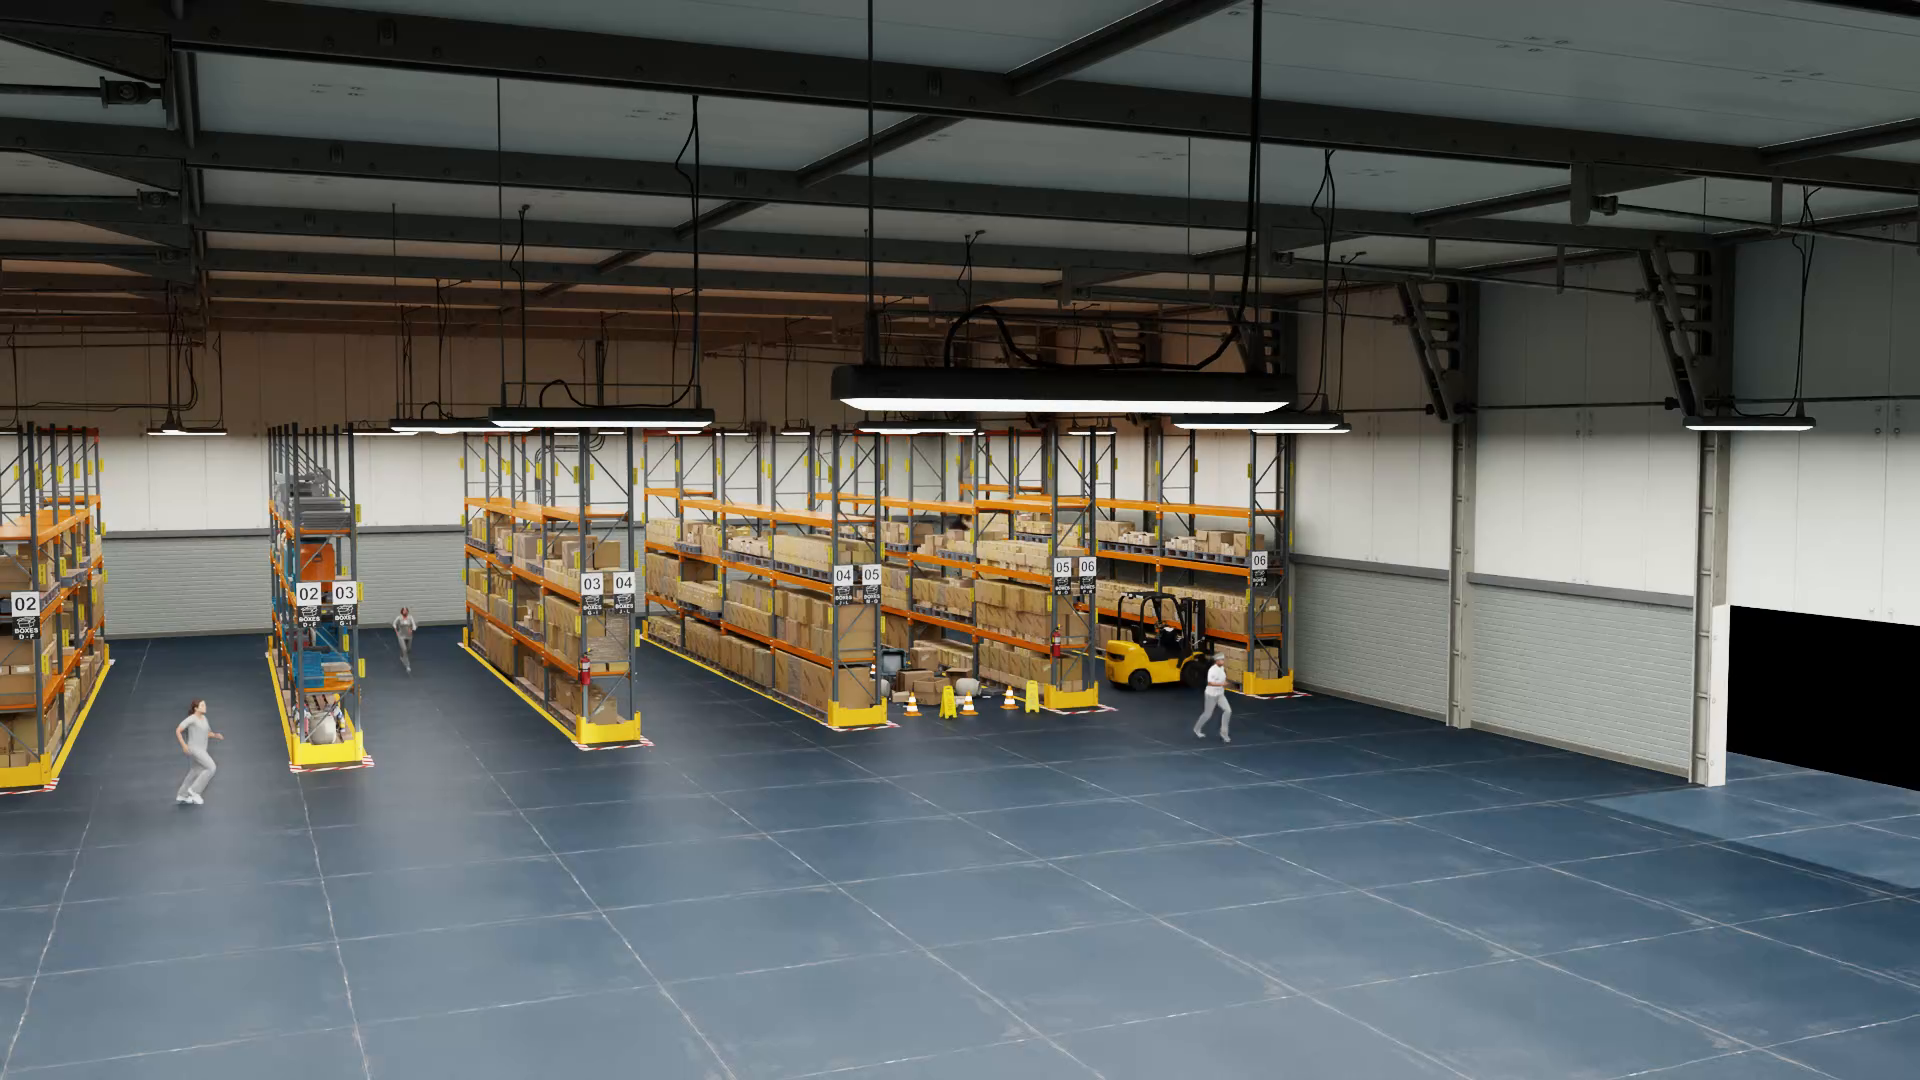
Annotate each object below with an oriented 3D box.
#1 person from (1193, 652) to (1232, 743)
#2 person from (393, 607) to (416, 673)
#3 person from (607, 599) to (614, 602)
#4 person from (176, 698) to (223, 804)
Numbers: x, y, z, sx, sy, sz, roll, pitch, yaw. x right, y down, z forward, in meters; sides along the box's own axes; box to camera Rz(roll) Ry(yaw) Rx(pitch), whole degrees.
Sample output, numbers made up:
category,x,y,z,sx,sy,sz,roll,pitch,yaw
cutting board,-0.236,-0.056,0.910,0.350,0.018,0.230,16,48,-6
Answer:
category,x,y,z,sx,sy,sz,roll,pitch,yaw
person,4.789,2.968,31.499,0.846,1.731,0.599,3,5,40
person,-13.700,2.438,41.064,0.508,1.601,1.019,-2,4,-34
person,-9.830,2.043,46.863,0.673,1.616,0.939,0,3,-3
person,-11.903,3.298,26.000,0.749,1.651,0.531,0,3,-1
